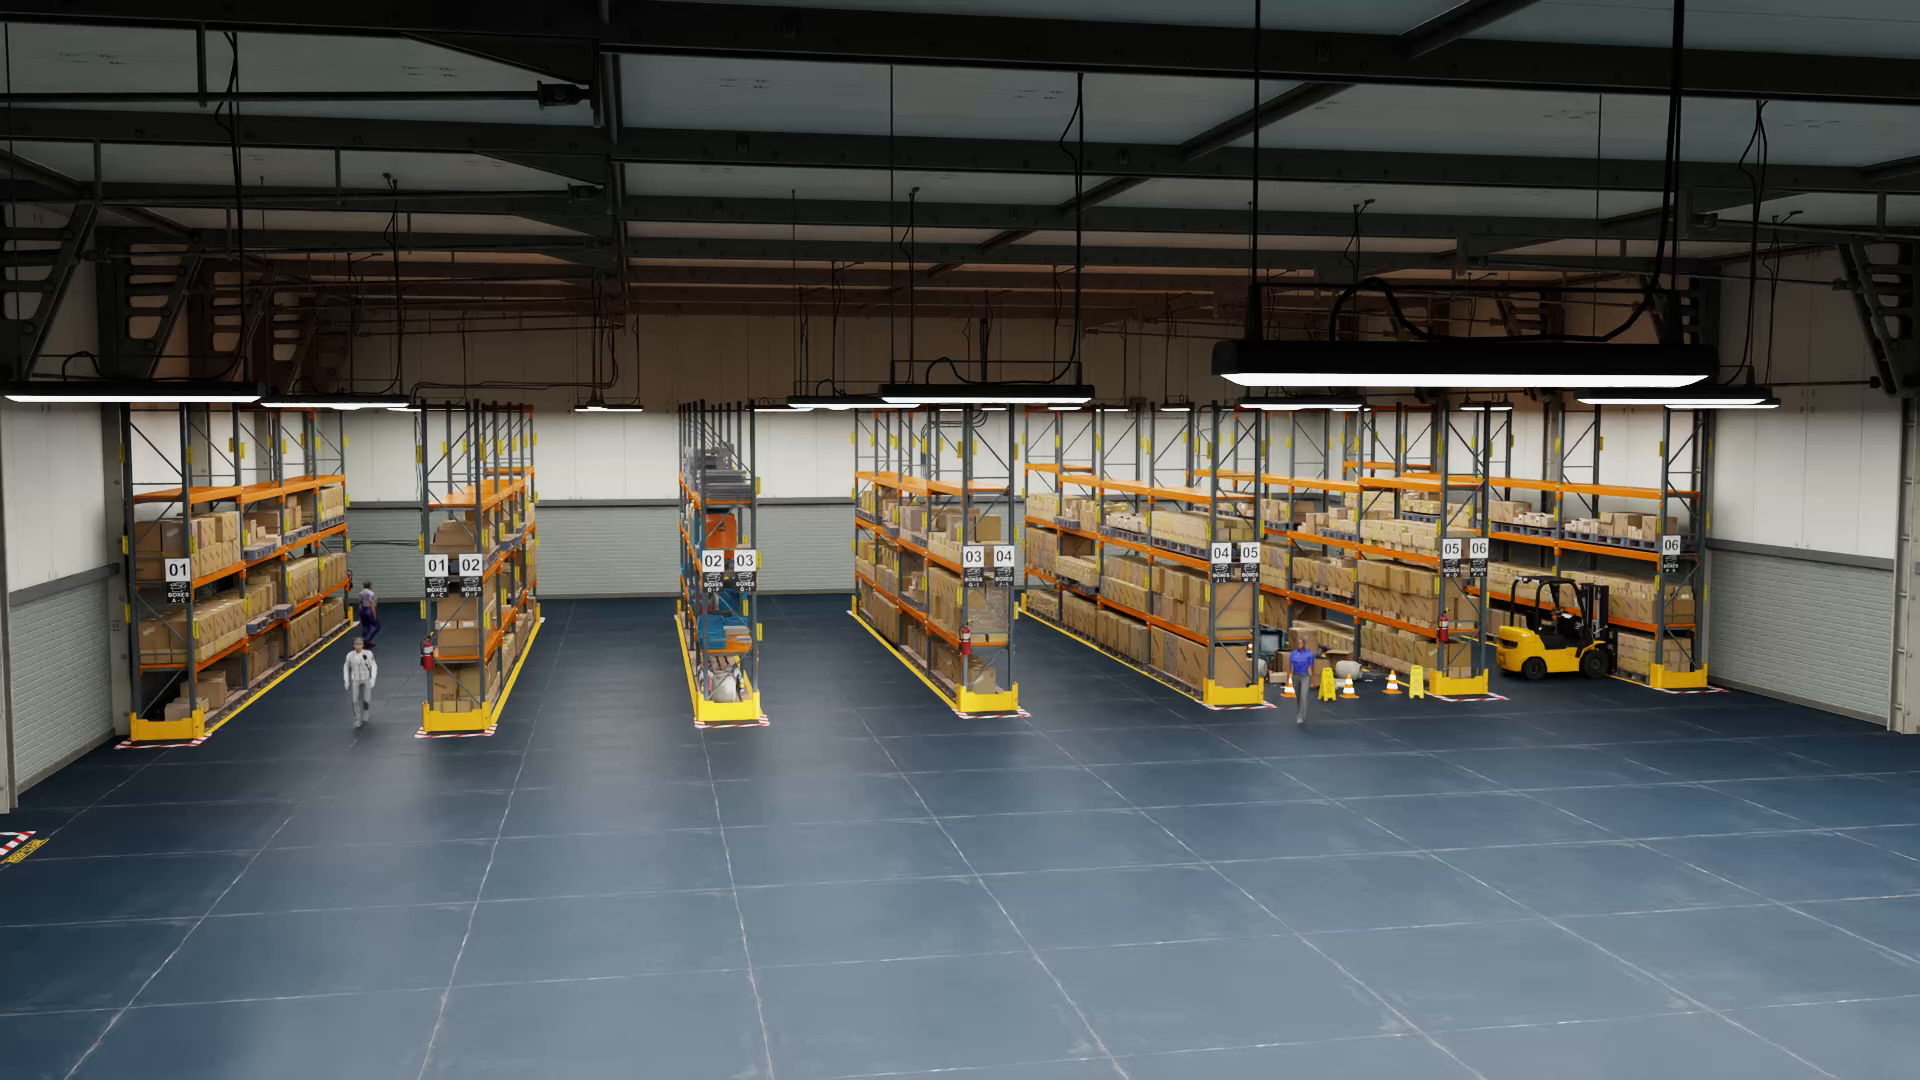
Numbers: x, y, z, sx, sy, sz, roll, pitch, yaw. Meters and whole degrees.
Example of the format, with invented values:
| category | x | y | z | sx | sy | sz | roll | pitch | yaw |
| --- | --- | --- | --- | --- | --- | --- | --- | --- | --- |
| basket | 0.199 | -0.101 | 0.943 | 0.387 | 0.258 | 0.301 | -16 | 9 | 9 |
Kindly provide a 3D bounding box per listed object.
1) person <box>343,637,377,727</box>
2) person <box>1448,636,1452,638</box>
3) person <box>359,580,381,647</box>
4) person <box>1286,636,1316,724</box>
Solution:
| category | x | y | z | sx | sy | sz | roll | pitch | yaw |
| --- | --- | --- | --- | --- | --- | --- | --- | --- | --- |
| person | -11.067 | 2.592 | 30.708 | 0.583 | 1.660 | 0.549 | -1 | 4 | -12 |
| person | 11.193 | 1.980 | 38.142 | 0.600 | 1.751 | 0.634 | -3 | 5 | -34 |
| person | -14.574 | 1.822 | 40.874 | 0.532 | 1.648 | 0.466 | 3 | 5 | 30 |
| person | 6.284 | 2.582 | 30.768 | 0.474 | 1.601 | 1.019 | 3 | 5 | 33 |
